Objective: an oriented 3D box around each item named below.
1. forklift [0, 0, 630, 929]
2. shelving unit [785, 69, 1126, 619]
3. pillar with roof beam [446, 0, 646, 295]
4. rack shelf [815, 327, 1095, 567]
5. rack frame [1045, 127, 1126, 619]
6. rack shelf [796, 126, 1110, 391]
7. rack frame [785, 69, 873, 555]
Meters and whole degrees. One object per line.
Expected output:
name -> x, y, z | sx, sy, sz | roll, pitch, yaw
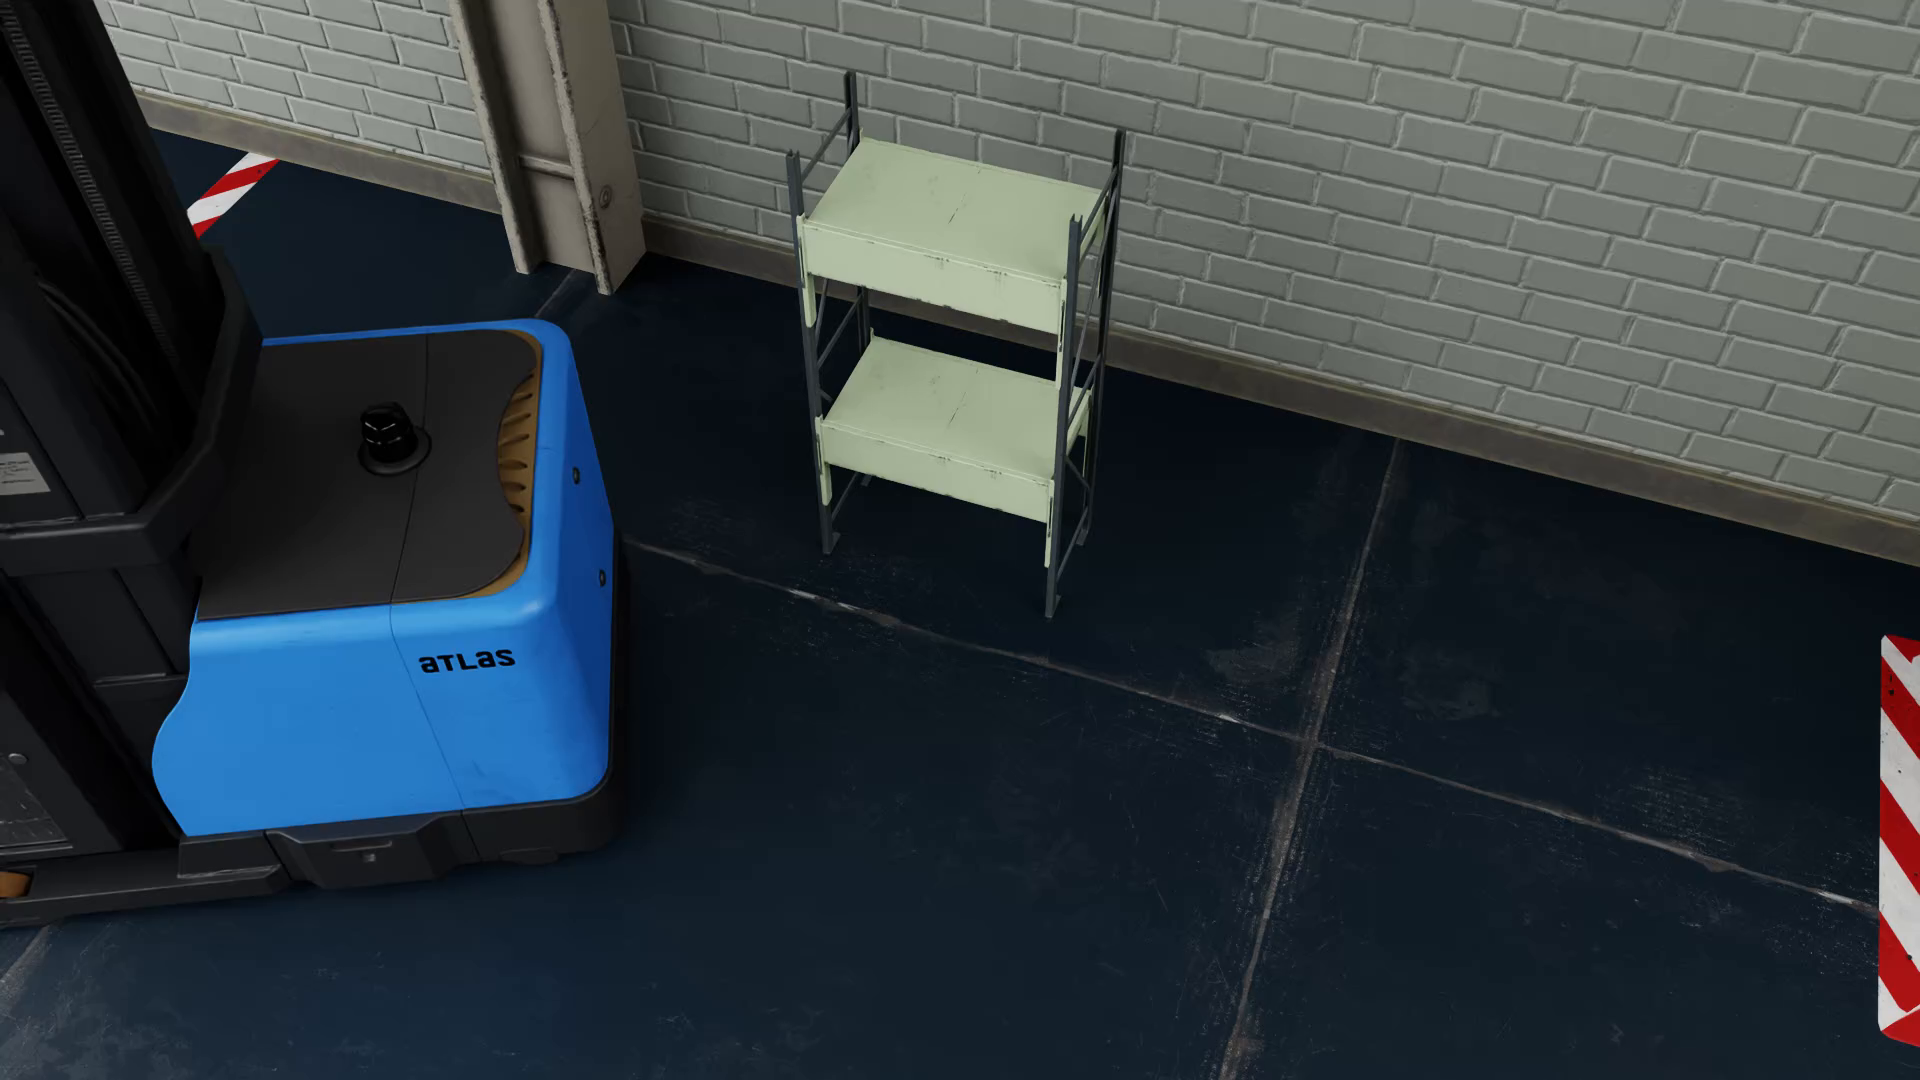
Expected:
forklift -> -2.458, -0.352, 3.615 | 3.031, 2.935, 1.130 | -5, 49, -4
shelving unit -> -0.006, -0.493, 4.685 | 0.755, 1.500, 0.431 | 16, 51, 13
pillar with roof beam -> -2.886, -0.940, 0.110 | 0.400, 9.000, 9.100 | 16, 51, 13
rack shelf -> -0.006, -0.279, 4.931 | 0.720, 0.370, 0.431 | 16, 51, 13
rack frame -> 0.337, -0.397, 4.602 | 0.023, 1.500, 0.400 | 16, 51, 13
rack shelf -> -0.006, -0.749, 4.390 | 0.720, 0.370, 0.431 | 16, 51, 13
rack frame -> -0.350, -0.589, 4.768 | 0.023, 1.500, 0.400 | 16, 51, 13
